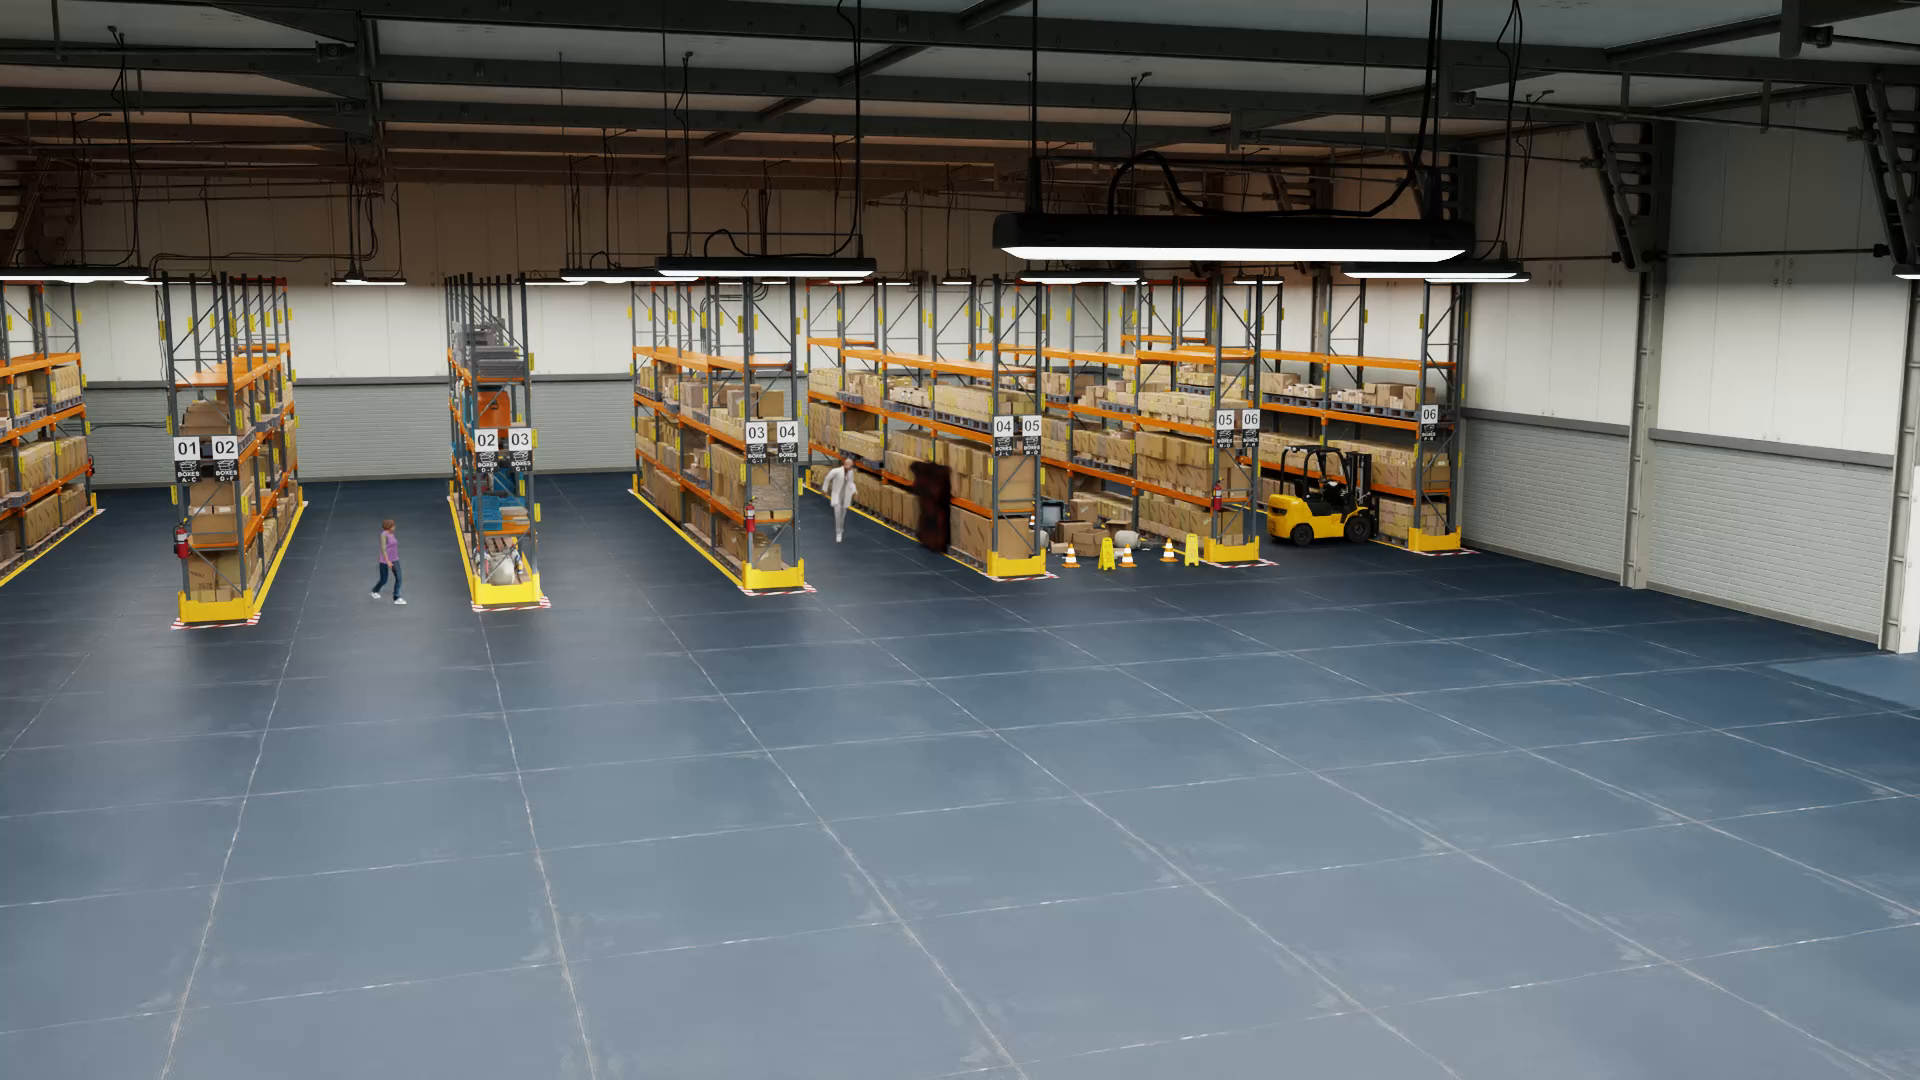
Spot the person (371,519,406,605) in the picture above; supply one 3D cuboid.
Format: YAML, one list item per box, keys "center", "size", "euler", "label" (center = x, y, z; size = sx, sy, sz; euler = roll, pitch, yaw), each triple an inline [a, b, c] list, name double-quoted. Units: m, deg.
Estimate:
- center: [-10.457, 0.384, 30.341]
  size: [0.813, 1.551, 0.387]
  euler: [7, 11, 39]
  label: "person"

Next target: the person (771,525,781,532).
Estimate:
- center: [-4.294, -1.093, 39.362]
  size: [0.678, 1.712, 1.049]
  euler: [-2, 9, -15]
  label: "person"

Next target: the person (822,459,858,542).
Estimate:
- center: [-2.672, -0.913, 36.868]
  size: [0.773, 1.803, 0.908]
  euler: [-2, 9, -13]
  label: "person"
